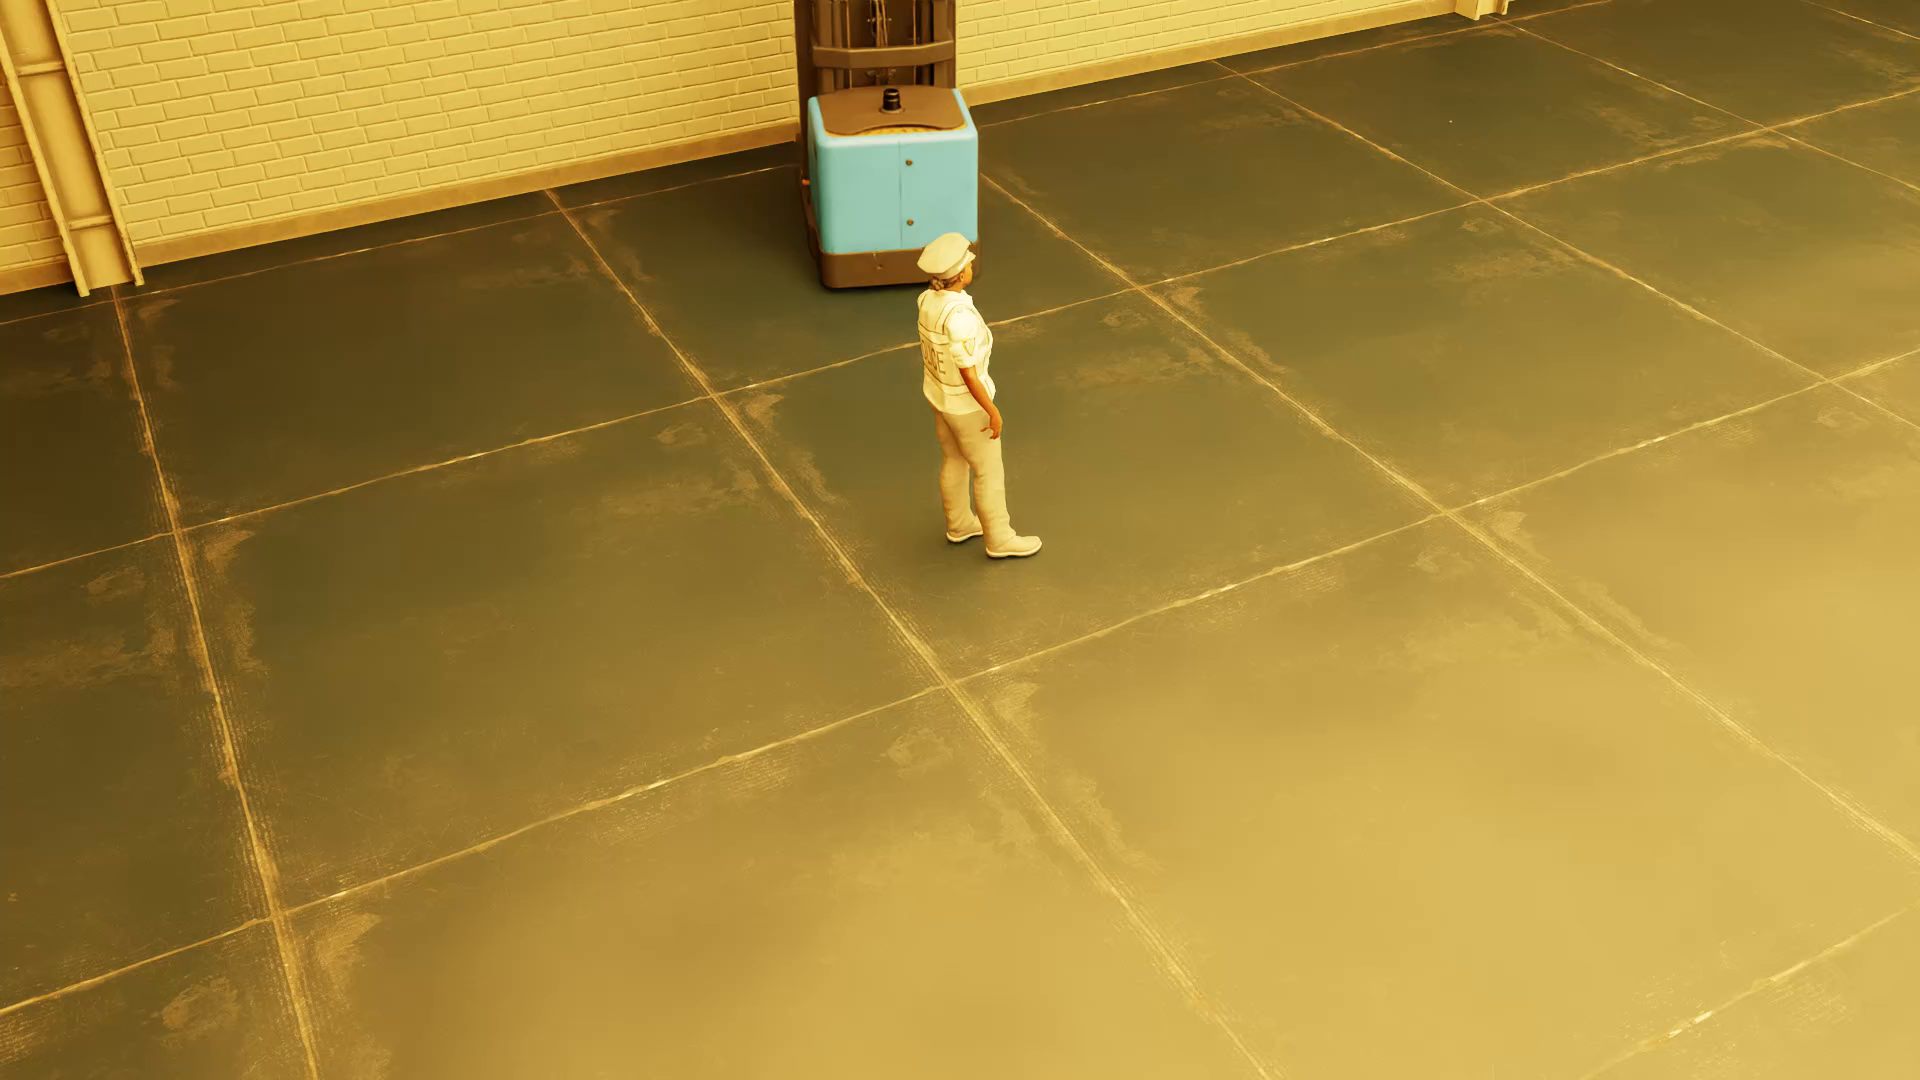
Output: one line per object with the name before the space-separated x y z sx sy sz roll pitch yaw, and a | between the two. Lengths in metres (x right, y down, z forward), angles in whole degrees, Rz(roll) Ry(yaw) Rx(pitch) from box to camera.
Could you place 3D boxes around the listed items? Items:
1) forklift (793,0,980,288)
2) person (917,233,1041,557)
forklift | -0.606 -3.685 11.337 1.130 2.935 3.031 -5 36 -7
person | 0.076 -0.707 8.184 0.528 1.693 0.569 -17 39 -23
